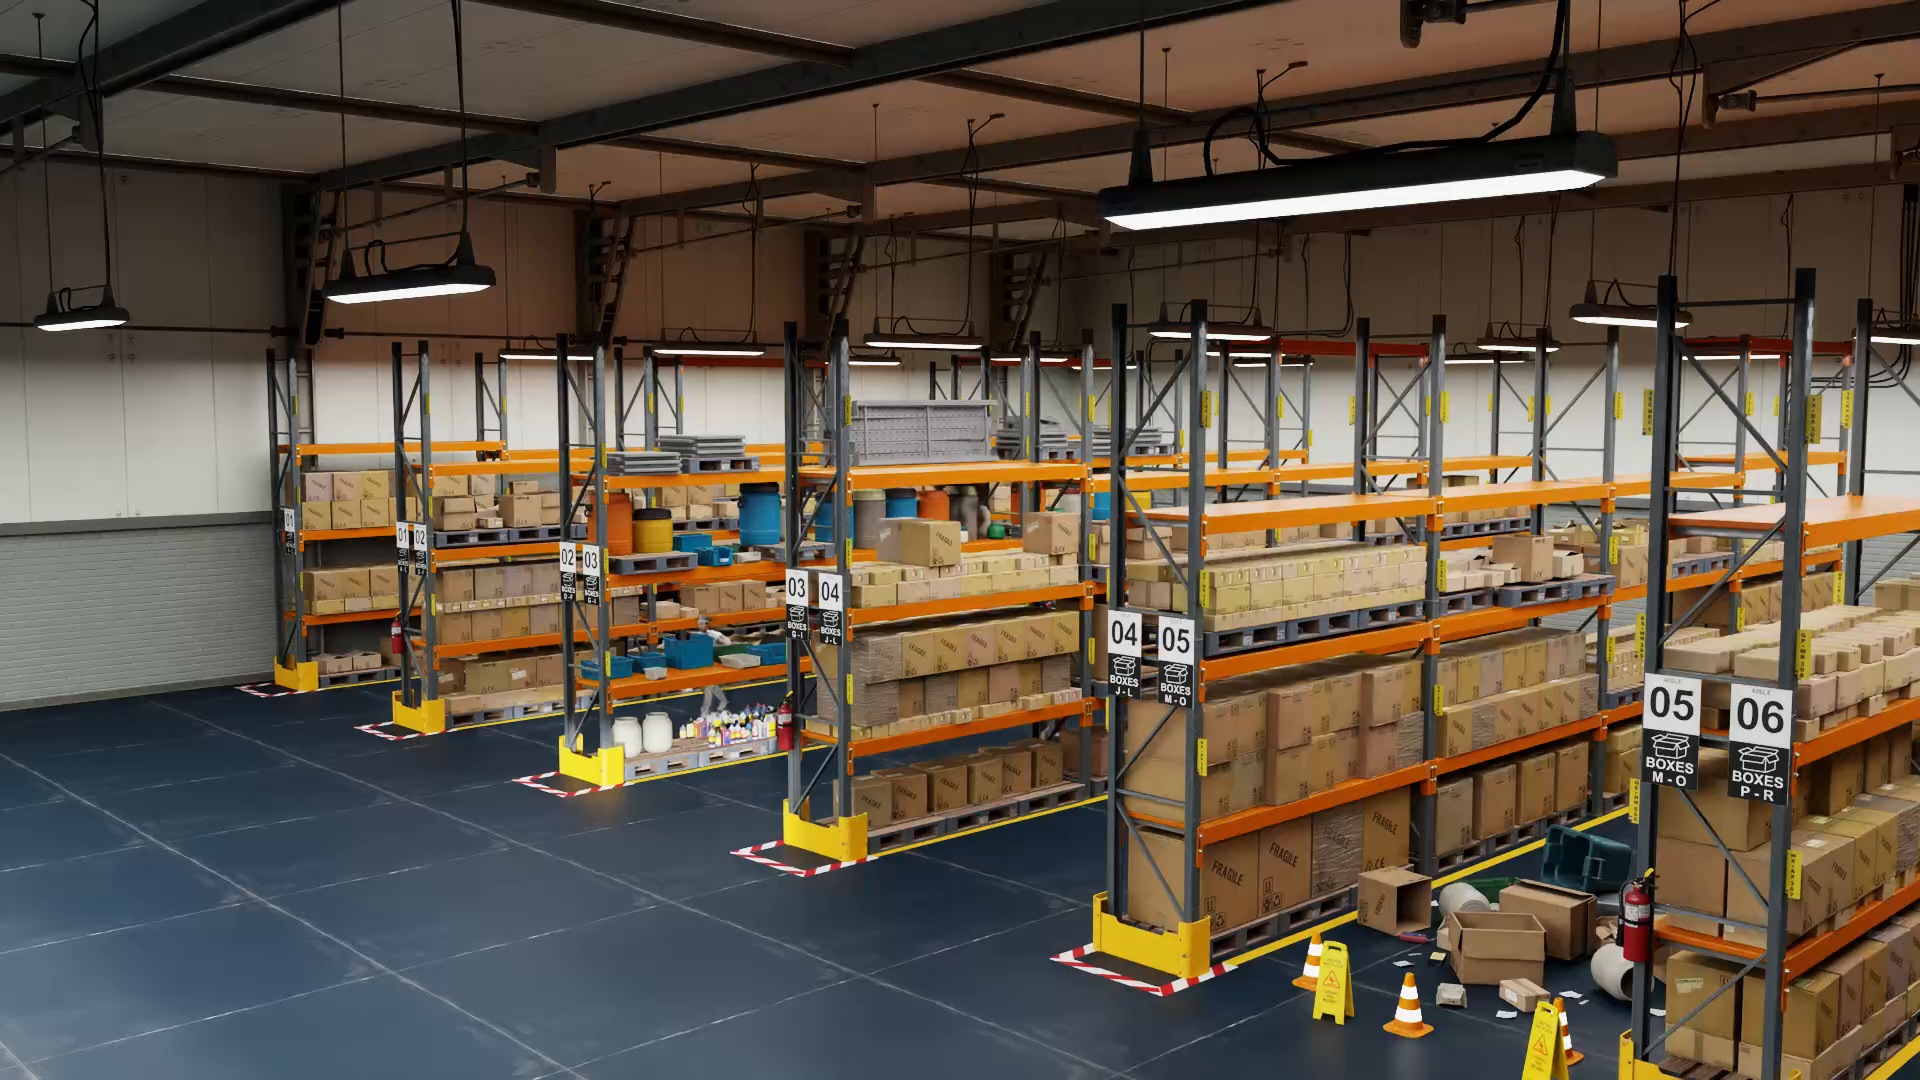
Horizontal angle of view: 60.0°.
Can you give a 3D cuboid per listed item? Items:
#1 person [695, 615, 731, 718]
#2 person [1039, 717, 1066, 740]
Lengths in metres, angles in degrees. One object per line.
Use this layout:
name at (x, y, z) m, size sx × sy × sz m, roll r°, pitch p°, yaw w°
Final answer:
person at (-4.009, 2.019, 26.771) m, size 0.597 × 1.678 × 0.951 m, roll 3°, pitch 6°, yaw 28°
person at (1.355, 2.181, 24.867) m, size 0.531 × 1.688 × 0.688 m, roll 4°, pitch 6°, yaw 36°
